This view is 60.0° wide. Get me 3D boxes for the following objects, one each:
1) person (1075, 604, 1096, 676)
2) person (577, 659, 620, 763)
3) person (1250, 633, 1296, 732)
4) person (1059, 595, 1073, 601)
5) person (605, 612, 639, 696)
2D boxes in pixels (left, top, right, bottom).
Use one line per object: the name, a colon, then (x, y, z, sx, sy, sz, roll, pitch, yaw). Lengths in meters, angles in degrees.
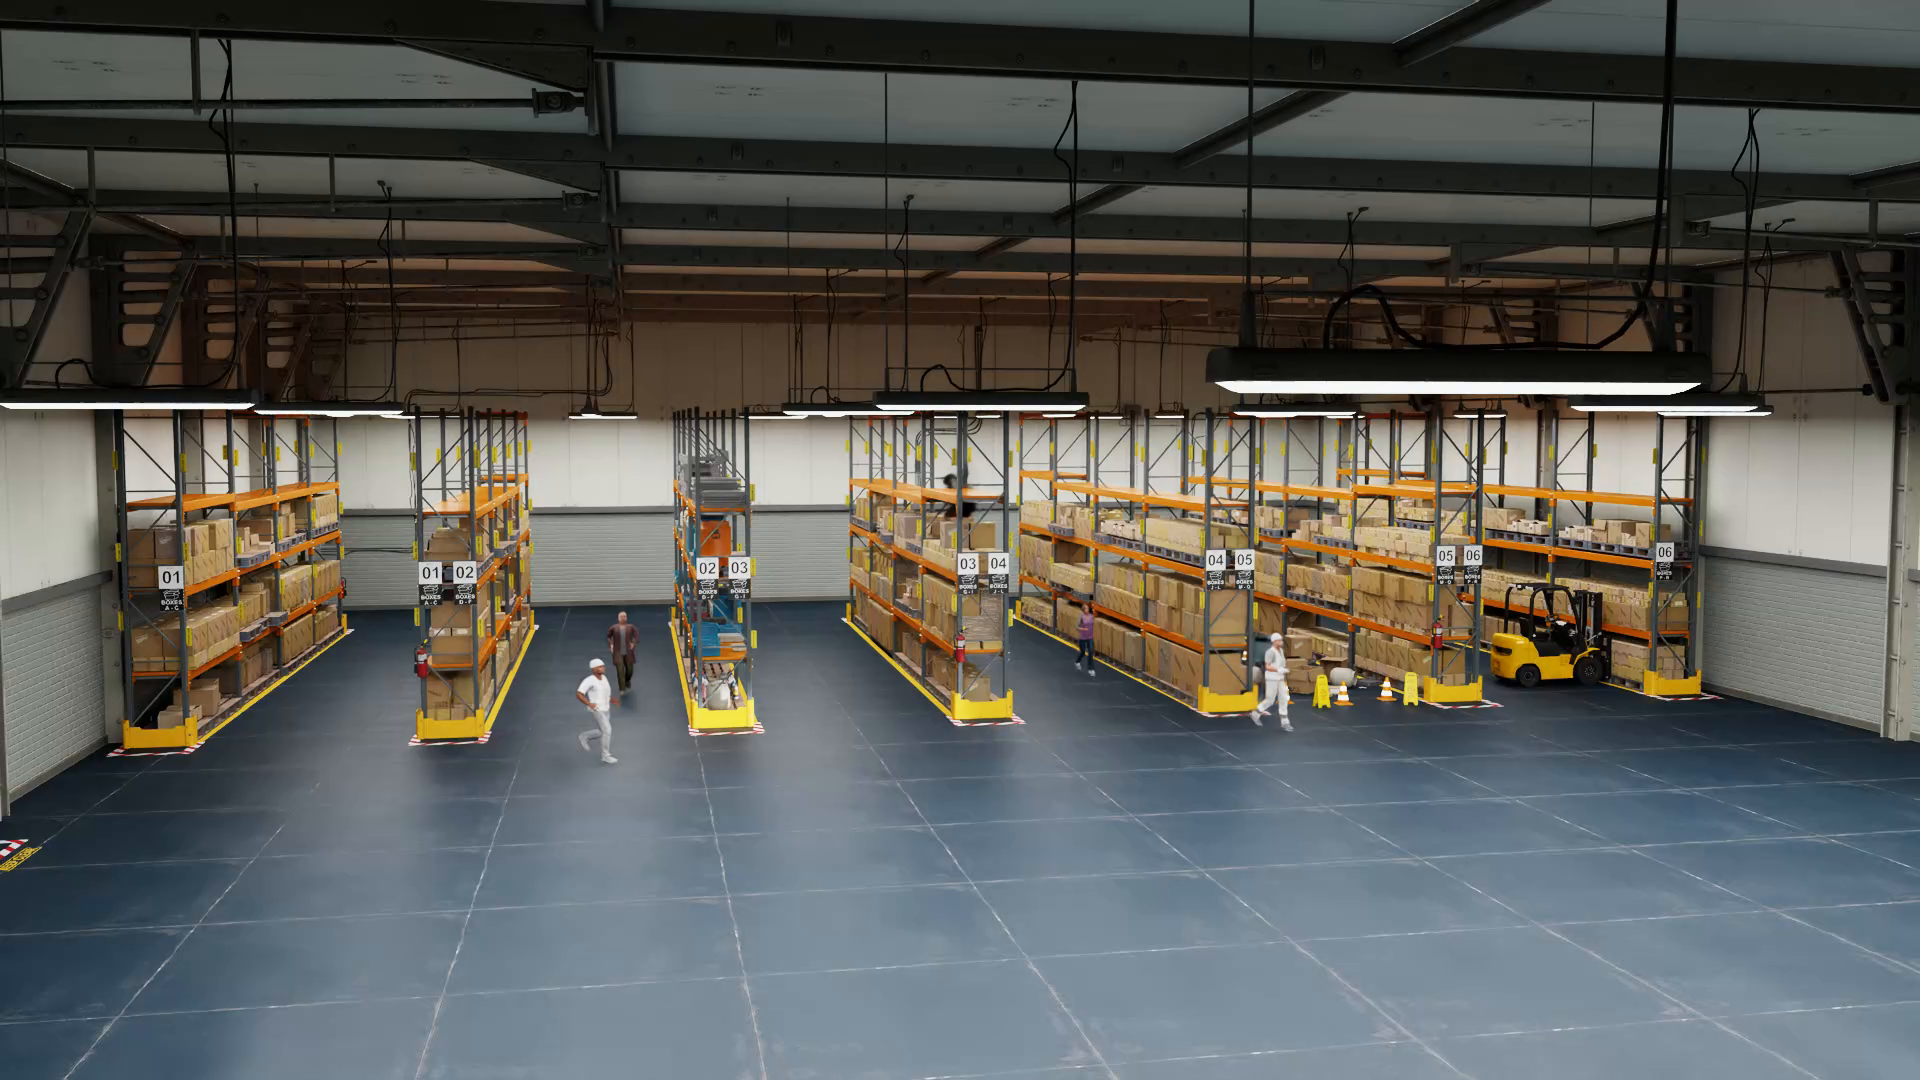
person: (2.836, 2.246, 37.576, 0.540, 1.580, 0.879, -1, 4, -20)
person: (-6.136, 2.871, 28.045, 0.796, 1.748, 0.700, 1, 4, 19)
person: (5.836, 2.622, 30.900, 0.885, 1.806, 0.681, 3, 5, 39)
person: (3.154, 1.350, 49.994, 0.735, 1.675, 0.795, 3, 5, 39)
person: (-7.085, 2.374, 34.915, 0.713, 1.730, 0.754, -1, 4, -15)
